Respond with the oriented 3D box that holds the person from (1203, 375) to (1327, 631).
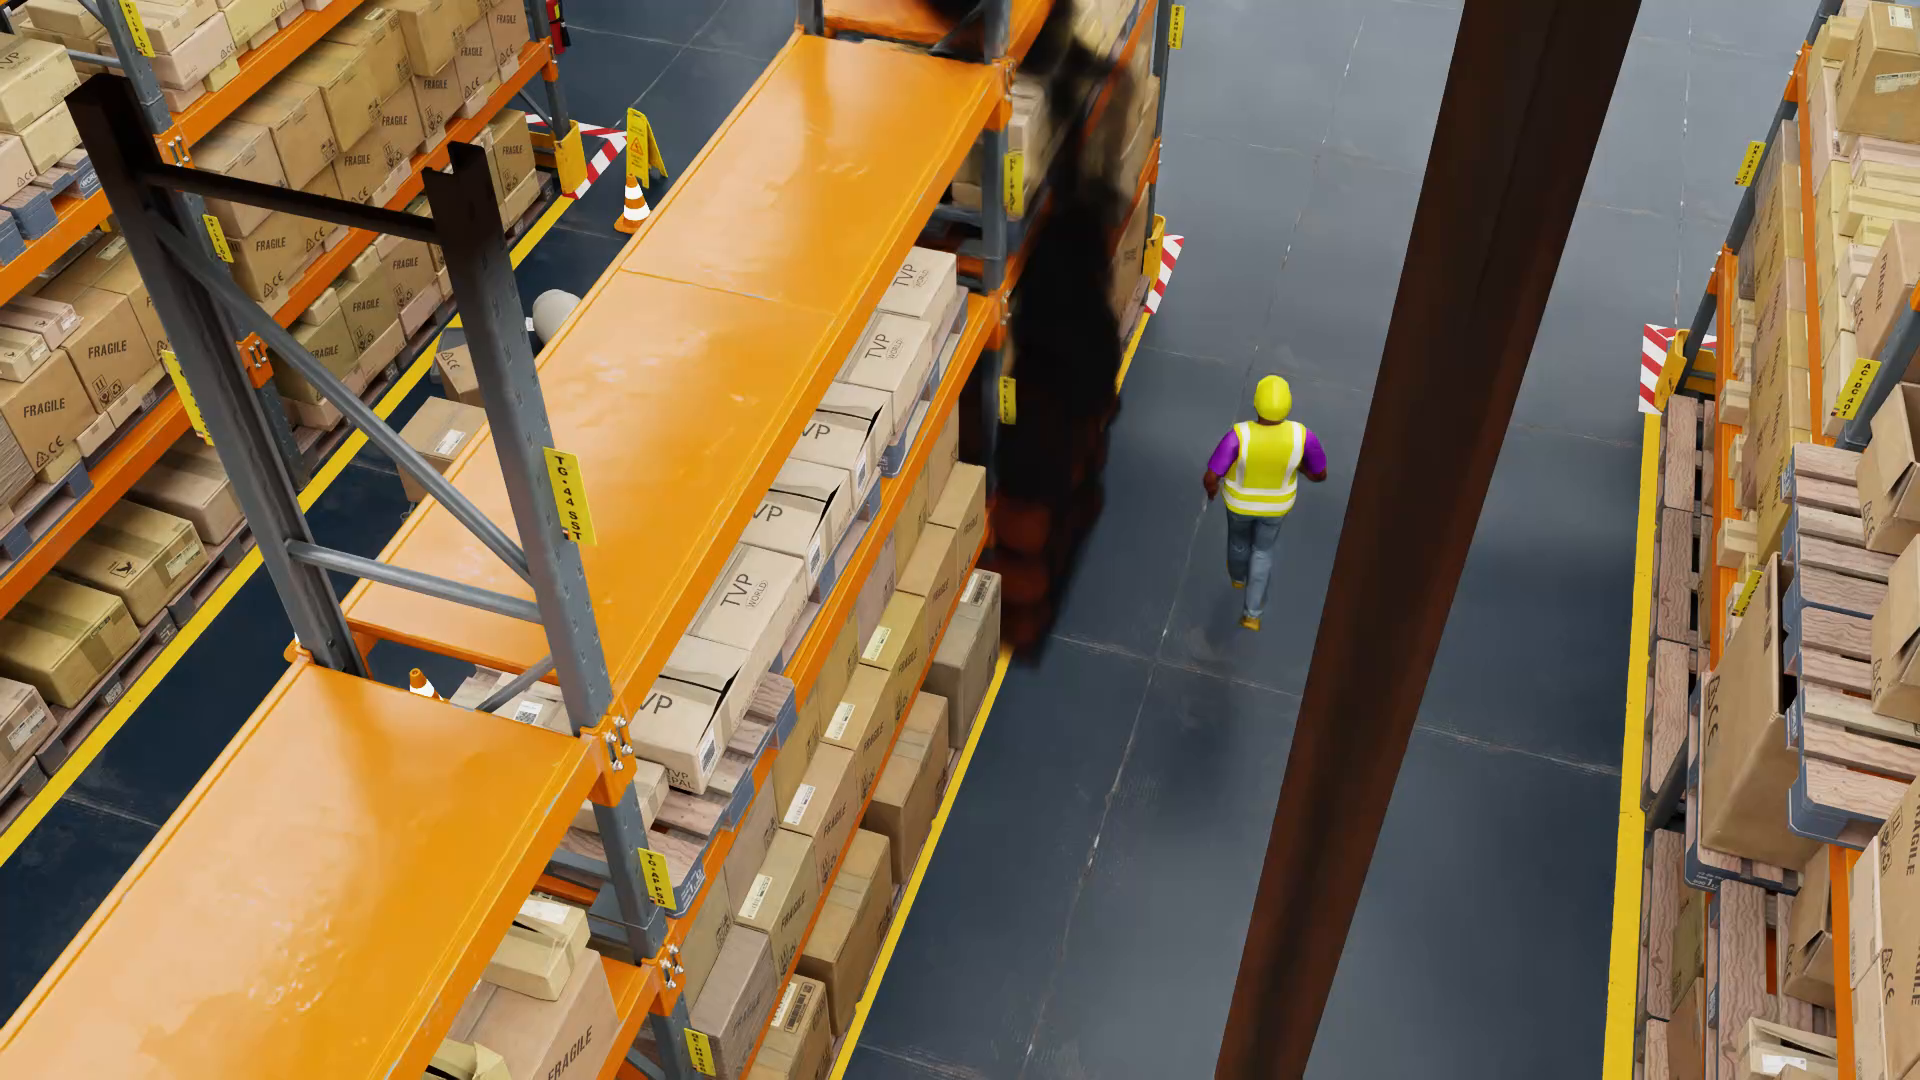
[{"bbox_3d":[1.749,-0.227,9.742,0.703,1.783,0.796,5,46,5],"label":"person"}]
